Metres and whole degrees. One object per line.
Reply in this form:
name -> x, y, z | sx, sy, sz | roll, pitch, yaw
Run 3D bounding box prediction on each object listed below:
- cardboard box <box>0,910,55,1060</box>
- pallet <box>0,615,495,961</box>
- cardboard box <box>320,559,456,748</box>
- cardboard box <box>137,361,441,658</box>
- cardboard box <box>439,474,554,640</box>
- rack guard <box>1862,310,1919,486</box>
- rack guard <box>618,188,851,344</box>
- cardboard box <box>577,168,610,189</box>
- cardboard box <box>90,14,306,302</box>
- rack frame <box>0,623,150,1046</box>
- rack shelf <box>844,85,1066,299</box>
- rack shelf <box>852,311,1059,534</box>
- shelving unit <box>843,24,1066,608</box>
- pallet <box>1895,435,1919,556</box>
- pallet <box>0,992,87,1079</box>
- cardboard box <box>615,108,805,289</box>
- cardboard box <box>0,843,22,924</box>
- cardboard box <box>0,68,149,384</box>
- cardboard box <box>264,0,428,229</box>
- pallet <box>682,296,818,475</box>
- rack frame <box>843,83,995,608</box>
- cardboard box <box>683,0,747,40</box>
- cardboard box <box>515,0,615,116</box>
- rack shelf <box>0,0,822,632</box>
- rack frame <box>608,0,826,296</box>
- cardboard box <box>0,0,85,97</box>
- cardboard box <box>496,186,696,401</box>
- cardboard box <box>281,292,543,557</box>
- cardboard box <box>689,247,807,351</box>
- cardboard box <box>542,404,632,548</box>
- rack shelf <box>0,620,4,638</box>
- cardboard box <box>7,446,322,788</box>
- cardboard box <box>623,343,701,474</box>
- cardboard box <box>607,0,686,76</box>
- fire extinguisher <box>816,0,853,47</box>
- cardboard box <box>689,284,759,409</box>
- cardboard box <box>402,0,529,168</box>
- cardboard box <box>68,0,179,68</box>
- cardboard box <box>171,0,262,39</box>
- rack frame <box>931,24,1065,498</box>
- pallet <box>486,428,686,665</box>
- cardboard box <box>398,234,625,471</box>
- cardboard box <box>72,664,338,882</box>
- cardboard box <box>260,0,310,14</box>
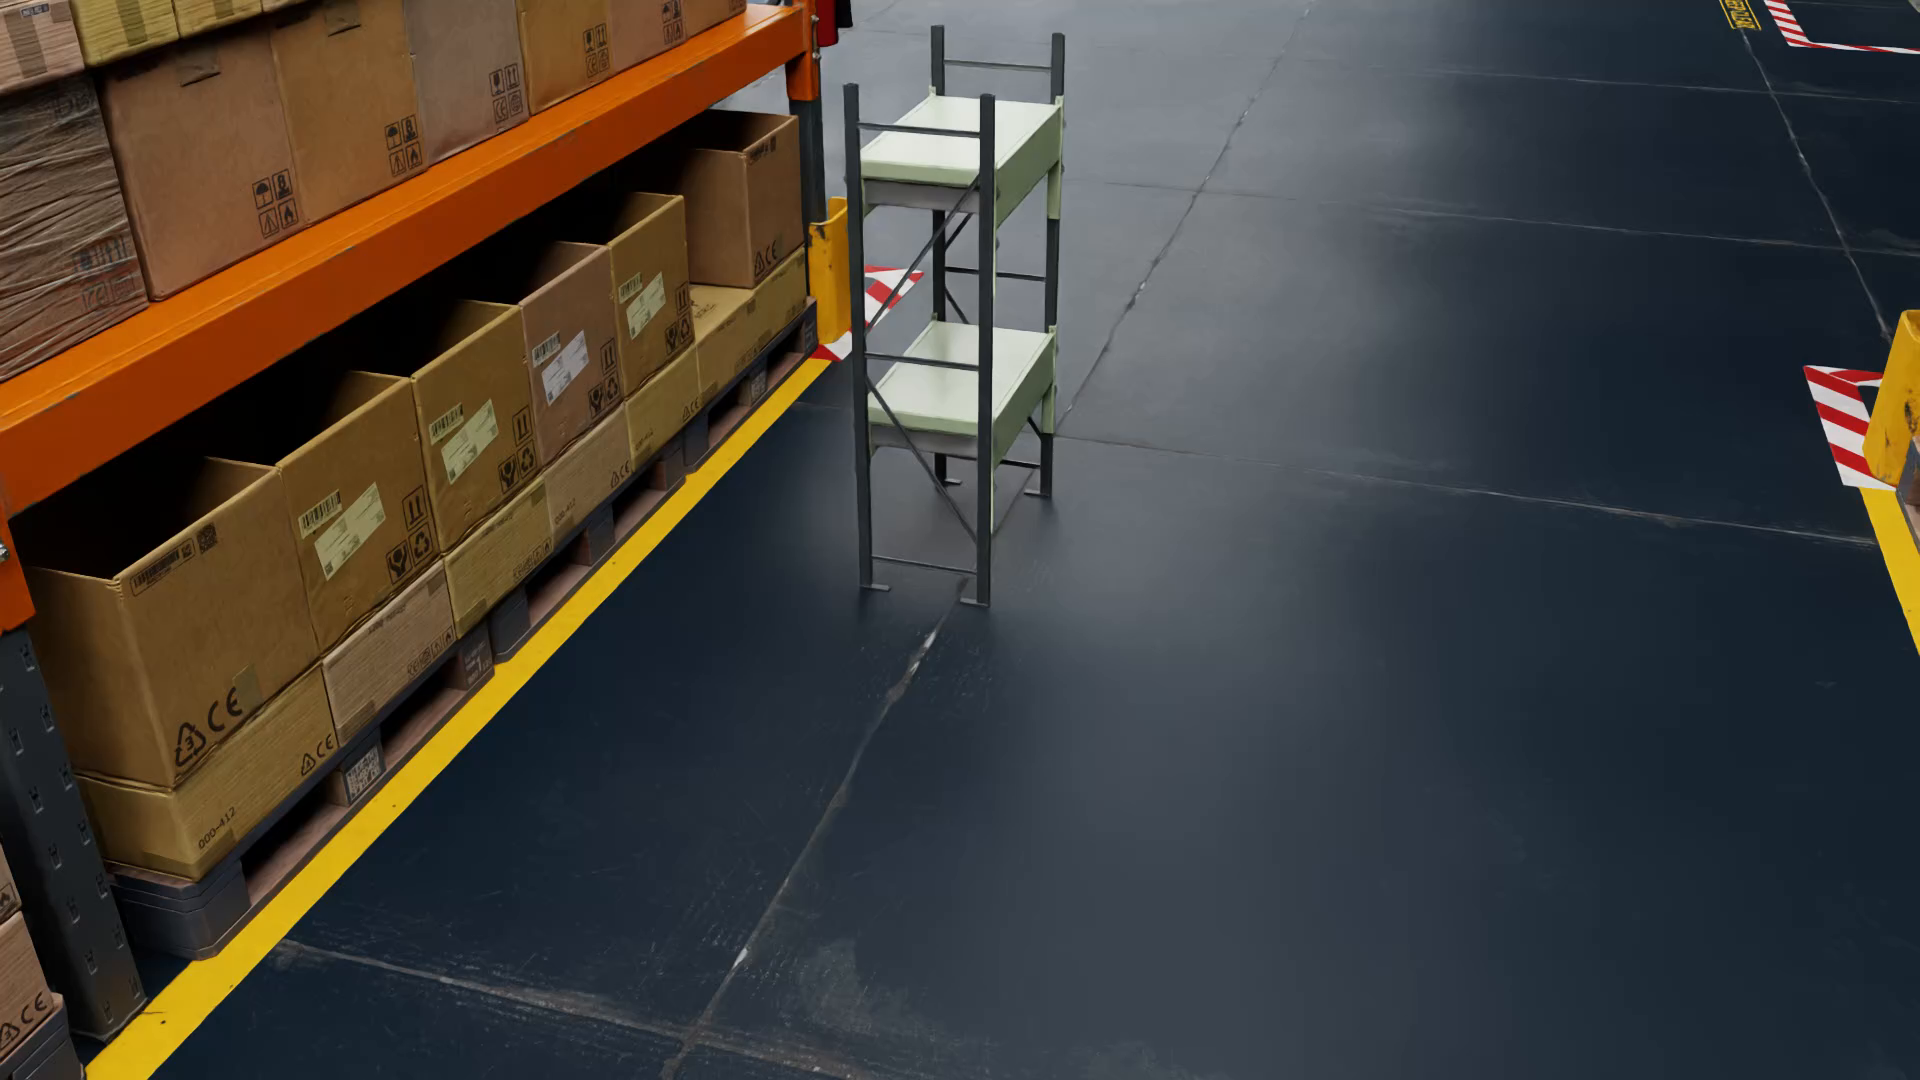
cardboard box -> -2.045, 0.873, 2.991 | 0.500, 0.250, 0.500 | 8, 30, 14
pallet -> -1.927, 0.476, 4.177 | 1.003, 0.211, 1.213 | 8, 30, 15
cardboard box -> -1.623, 0.235, 4.138 | 0.500, 0.250, 0.500 | 8, 30, 15
cardboard box -> -1.625, -0.093, 3.956 | 0.500, 0.500, 0.500 | 8, 30, 15
cardboard box -> -1.471, 0.004, 4.554 | 0.500, 0.250, 0.500 | 8, 30, 15
rack guard -> 3.688, -0.405, 5.463 | 1.175, 0.500, 0.348 | 8, 30, 15
rack guard -> -1.019, -1.156, 6.815 | 1.175, 0.500, 0.348 | 8, 30, 15
cardboard box -> -1.541, -1.097, 5.762 | 0.500, 0.500, 0.500 | 8, 30, 15
cardboard box -> -1.927, -0.876, 3.636 | 0.700, 0.500, 0.500 | 8, 30, 14
rack frame -> -2.200, -0.379, 2.845 | 1.000, 3.000, 0.127 | 8, 30, 15
rack shelf -> 0.002, -1.000, 4.701 | 0.431, 0.370, 0.720 | 8, 30, 15
rack shelf -> 0.002, -0.374, 5.049 | 0.431, 0.370, 0.720 | 8, 30, 15
shelving unit -> 0.002, -0.659, 4.891 | 0.431, 1.500, 0.755 | 8, 30, 15
pallet -> 3.416, 0.094, 4.864 | 1.003, 0.211, 1.213 | 8, 30, 15
pallet -> -2.379, 1.188, 2.898 | 1.003, 0.211, 1.213 | 8, 30, 15
cardboard box -> -0.899, -1.256, 6.047 | 0.500, 0.500, 0.500 | 8, 30, 15
cardboard box -> -2.045, 0.623, 2.863 | 0.500, 0.311, 0.500 | 8, 30, 15
cardboard box -> -2.076, -0.630, 3.193 | 0.700, 0.500, 0.500 | 8, 30, 14
cardboard box -> -1.776, -1.108, 4.054 | 0.700, 0.500, 0.500 | 9, 30, 16
pallet -> -1.210, -0.658, 6.215 | 1.003, 0.211, 1.213 | 8, 30, 15
rack frame -> -0.105, -0.488, 4.585 | 0.400, 1.500, 0.023 | 8, 30, 15
cardboard box -> -1.175, -2.066, 5.776 | 0.700, 0.500, 0.500 | 9, 30, 15
cardboard box -> -1.476, -1.592, 4.923 | 0.700, 0.500, 0.500 | 9, 30, 15
rack shelf -> -1.613, -0.994, 4.691 | 1.077, 0.370, 4.000 | 8, 30, 15
rack frame -> -1.026, -2.238, 6.187 | 1.000, 3.000, 0.127 | 8, 30, 15
cardboard box -> -1.863, -0.920, 3.048 | 0.380, 0.149, 0.250 | 9, 30, 16
cardboard box -> -1.178, -0.789, 5.207 | 0.500, 0.500, 0.500 | 8, 30, 15
cardboard box -> -1.471, -0.324, 4.372 | 0.500, 0.500, 0.500 | 8, 30, 15
cardboard box -> -0.901, -0.928, 6.229 | 0.500, 0.250, 0.500 | 8, 30, 15
cardboard box -> -1.330, -0.229, 4.973 | 0.500, 0.250, 0.500 | 8, 30, 15
rack shelf -> -2.787, 0.865, 1.349 | 1.077, 0.370, 4.000 | 8, 30, 15
cardboard box -> -1.765, 0.141, 3.536 | 0.500, 0.500, 0.500 | 8, 30, 15
cardboard box -> -1.181, -0.461, 5.390 | 0.500, 0.250, 0.500 | 8, 30, 15
cardboard box -> -1.325, -1.821, 5.336 | 0.700, 0.500, 0.500 | 9, 30, 16
fire extinguisher -> -0.547, -2.192, 6.185 | 0.296, 0.674, 0.183 | 8, 30, 15
cardboard box -> -1.036, -0.694, 5.809 | 0.500, 0.250, 0.500 | 8, 30, 15
cardboard box -> -1.627, -1.346, 4.482 | 0.700, 0.500, 0.500 | 9, 30, 16
cardboard box -> -1.788, -1.040, 3.264 | 0.380, 0.149, 0.250 | 8, 30, 14
cardboard box -> -1.713, -1.162, 3.483 | 0.380, 0.149, 0.250 | 8, 30, 14
rack frame -> 0.109, -0.829, 5.197 | 0.400, 1.500, 0.023 | 8, 30, 15
pallet -> -1.570, -0.093, 5.199 | 1.003, 0.211, 1.213 | 8, 30, 15
cardboard box -> -1.326, -0.557, 4.790 | 0.500, 0.500, 0.500 | 8, 30, 15
cardboard box -> -1.774, 0.467, 3.721 | 0.500, 0.250, 0.500 | 8, 30, 15
cardboard box -> -1.637, -1.278, 3.692 | 0.380, 0.149, 0.250 | 7, 30, 13
